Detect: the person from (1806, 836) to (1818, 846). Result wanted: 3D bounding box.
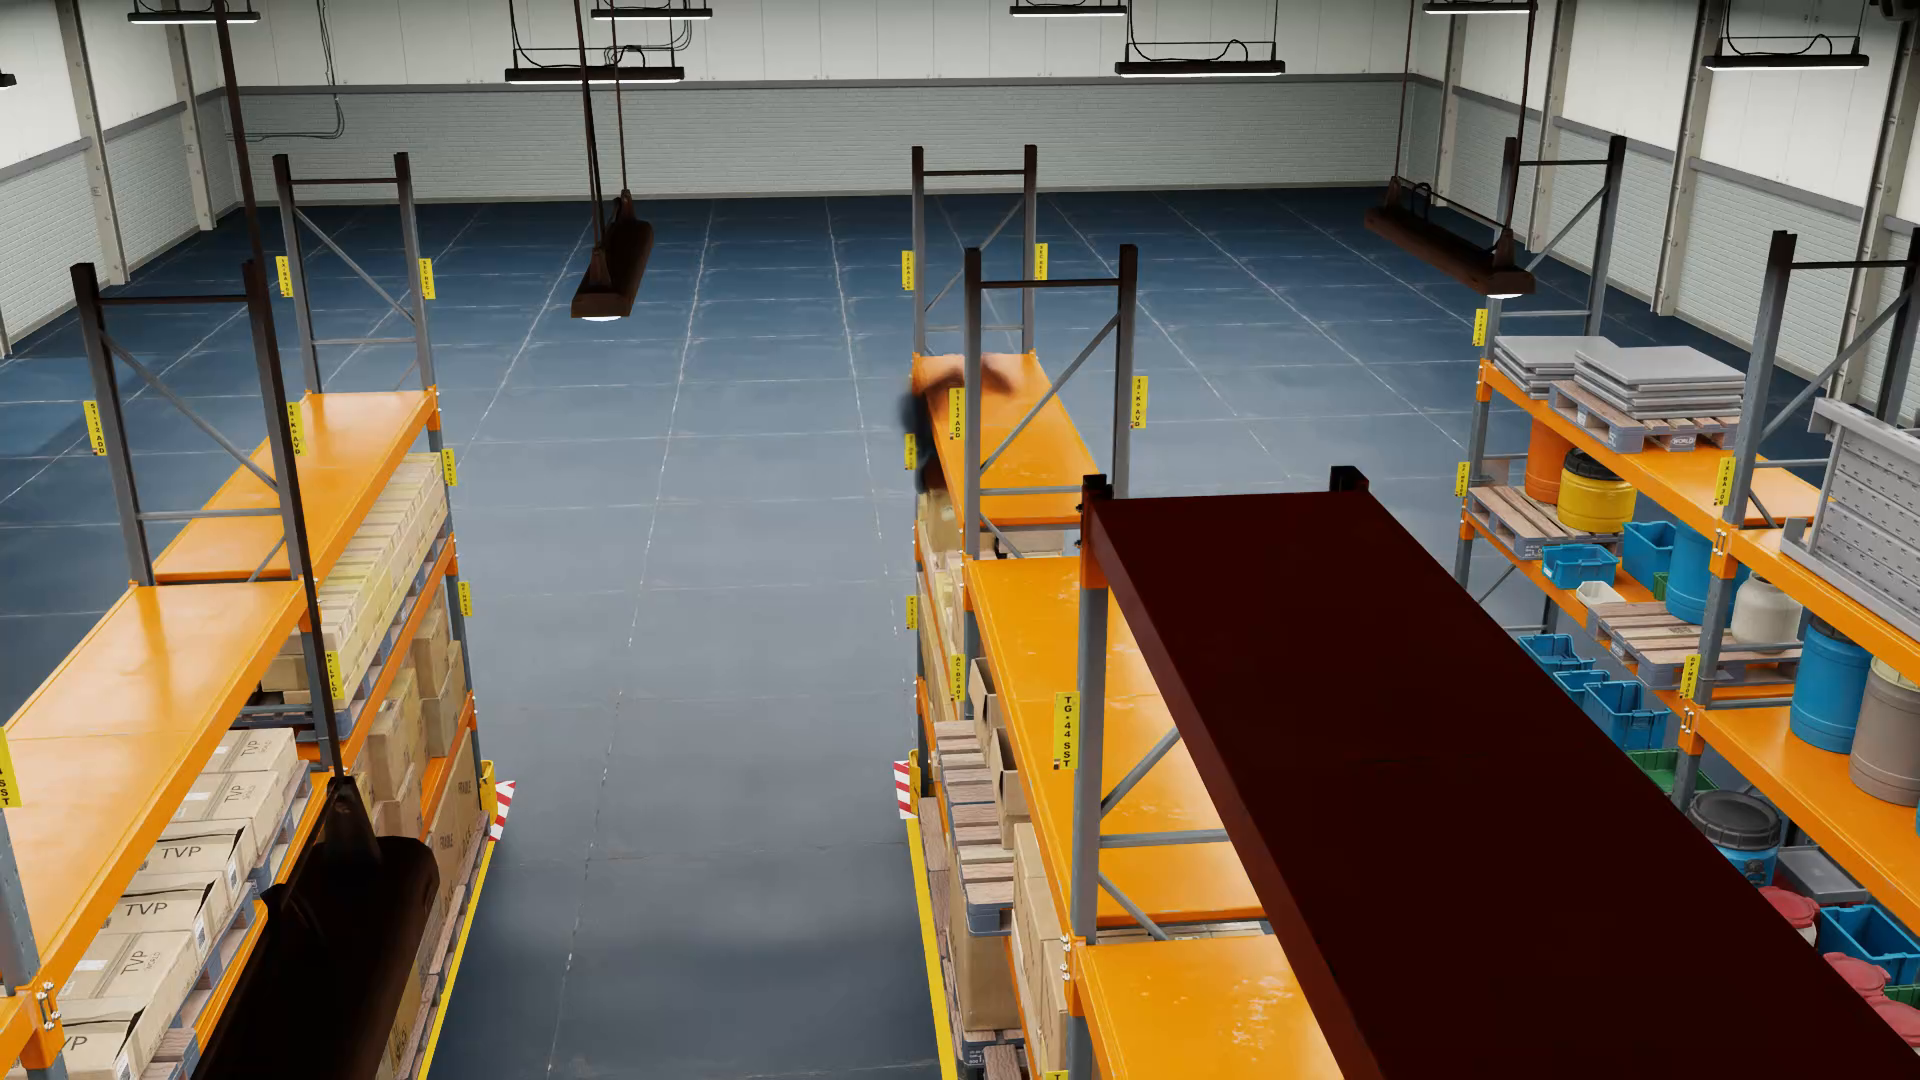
[{"bbox_3d":[6.899,2.497,13.097,0.593,1.686,0.868,-4,22,-9],"label":"person"}]
